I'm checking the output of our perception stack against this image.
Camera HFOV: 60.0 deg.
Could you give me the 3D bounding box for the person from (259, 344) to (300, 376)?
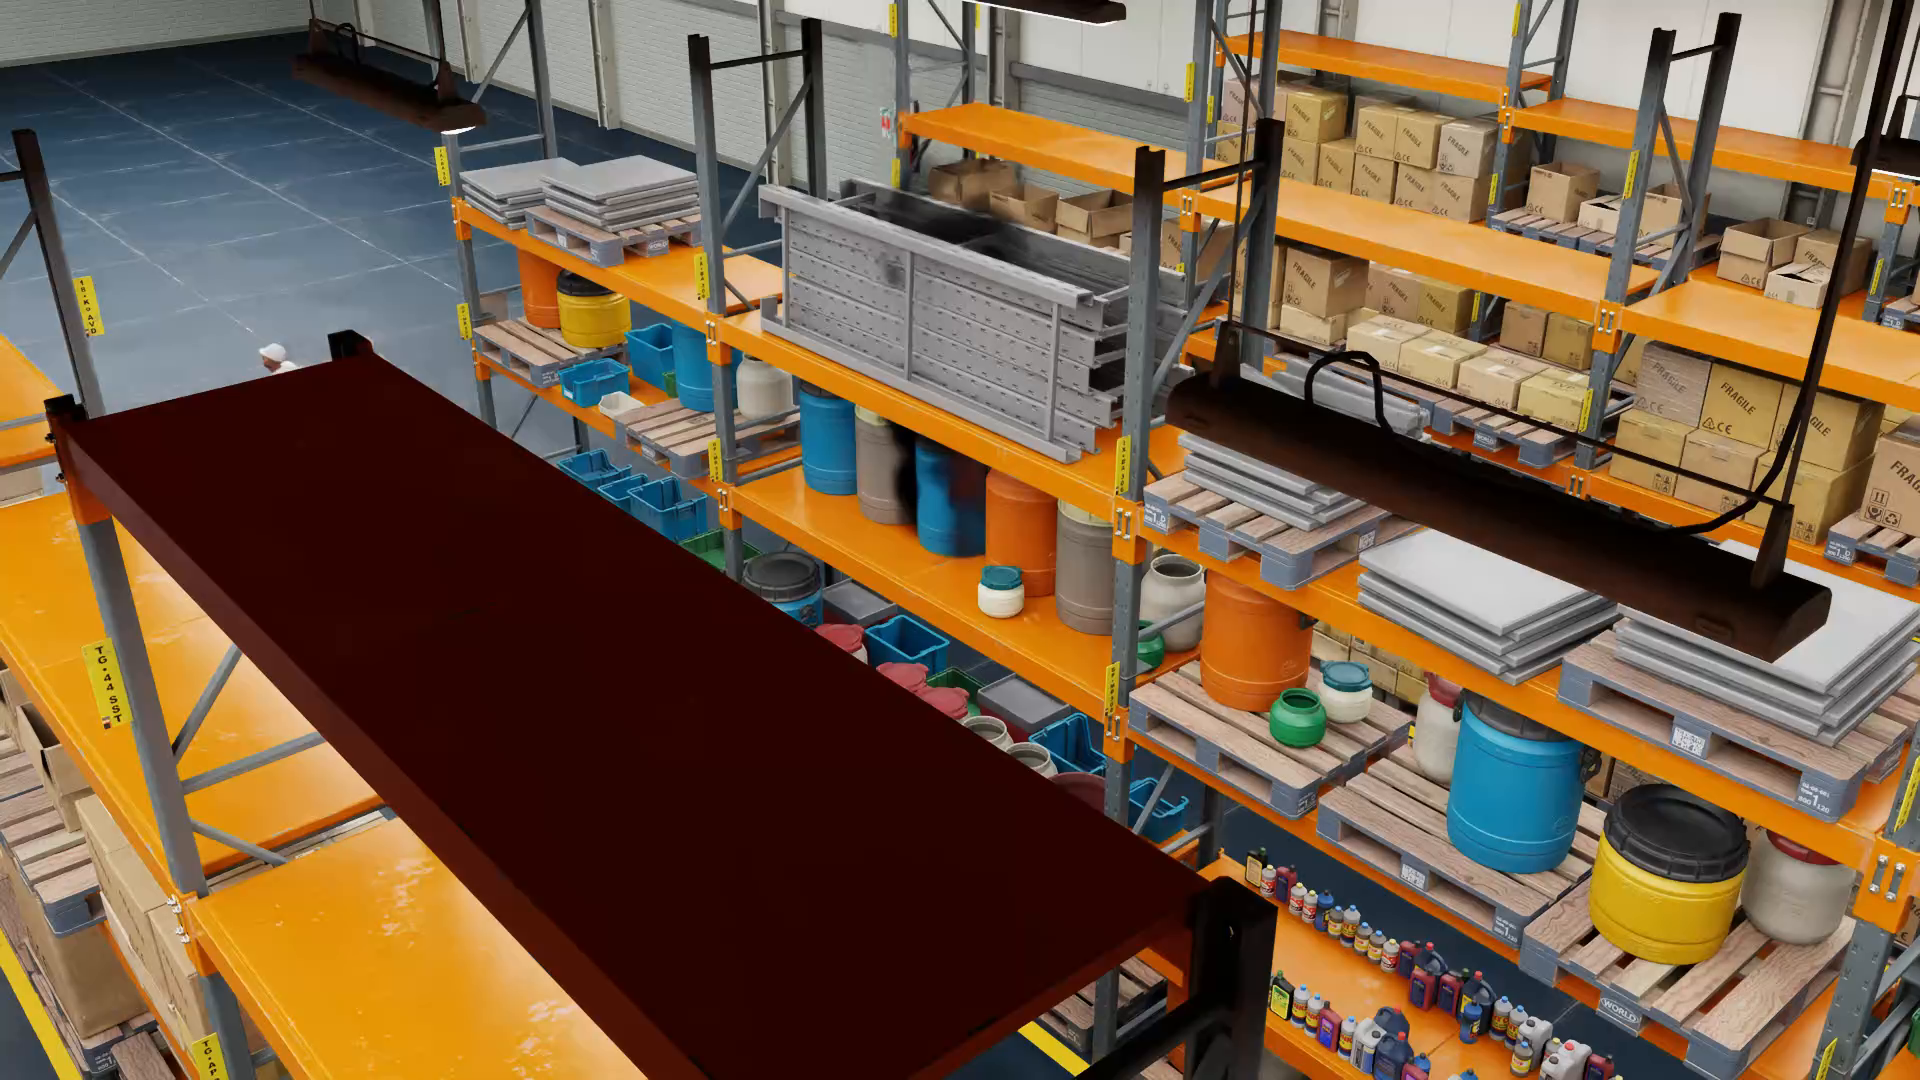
[{"bbox_3d":[-7.372,-1.312,18.267,1.064,1.768,0.658,-6,27,-11],"label":"person"}]
